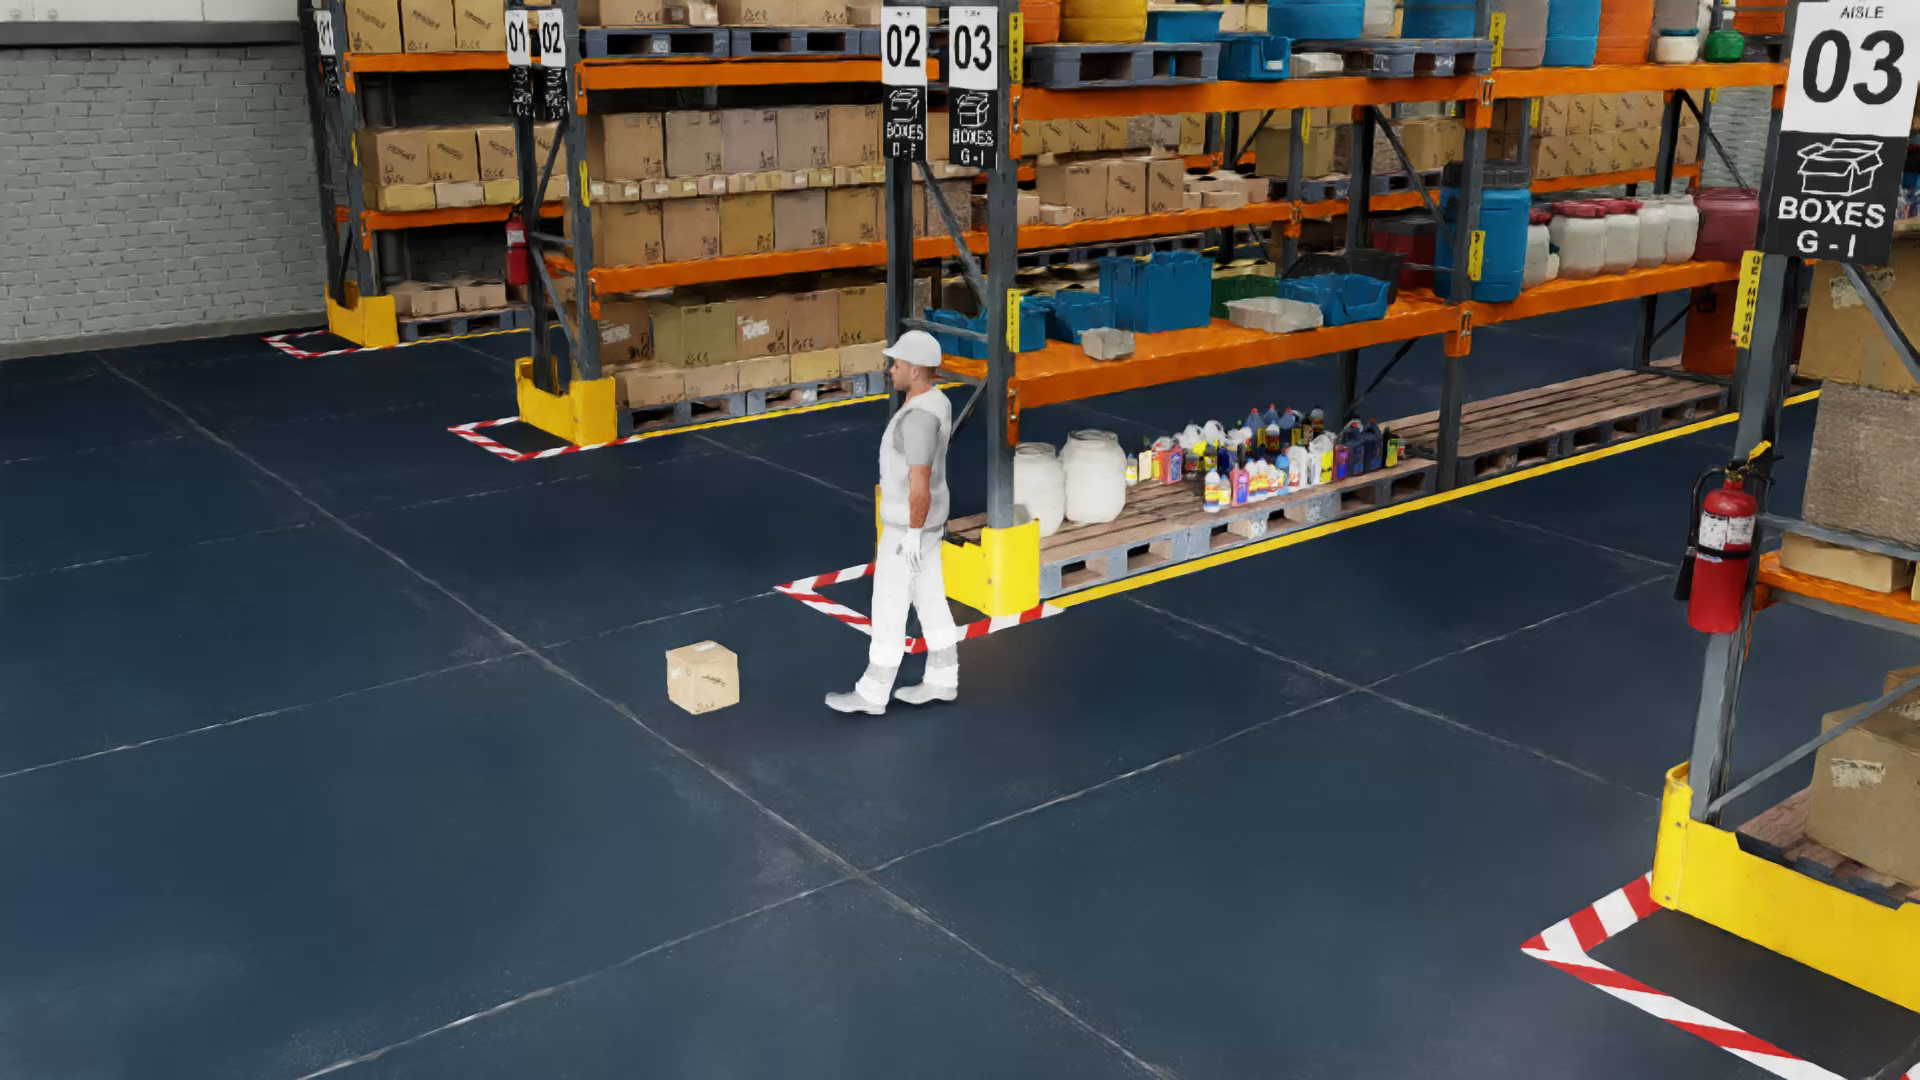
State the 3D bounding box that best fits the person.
[{"bbox_3d":[-0.322,-0.085,7.732,0.602,1.785,0.564,2,18,8],"label":"person"}]
